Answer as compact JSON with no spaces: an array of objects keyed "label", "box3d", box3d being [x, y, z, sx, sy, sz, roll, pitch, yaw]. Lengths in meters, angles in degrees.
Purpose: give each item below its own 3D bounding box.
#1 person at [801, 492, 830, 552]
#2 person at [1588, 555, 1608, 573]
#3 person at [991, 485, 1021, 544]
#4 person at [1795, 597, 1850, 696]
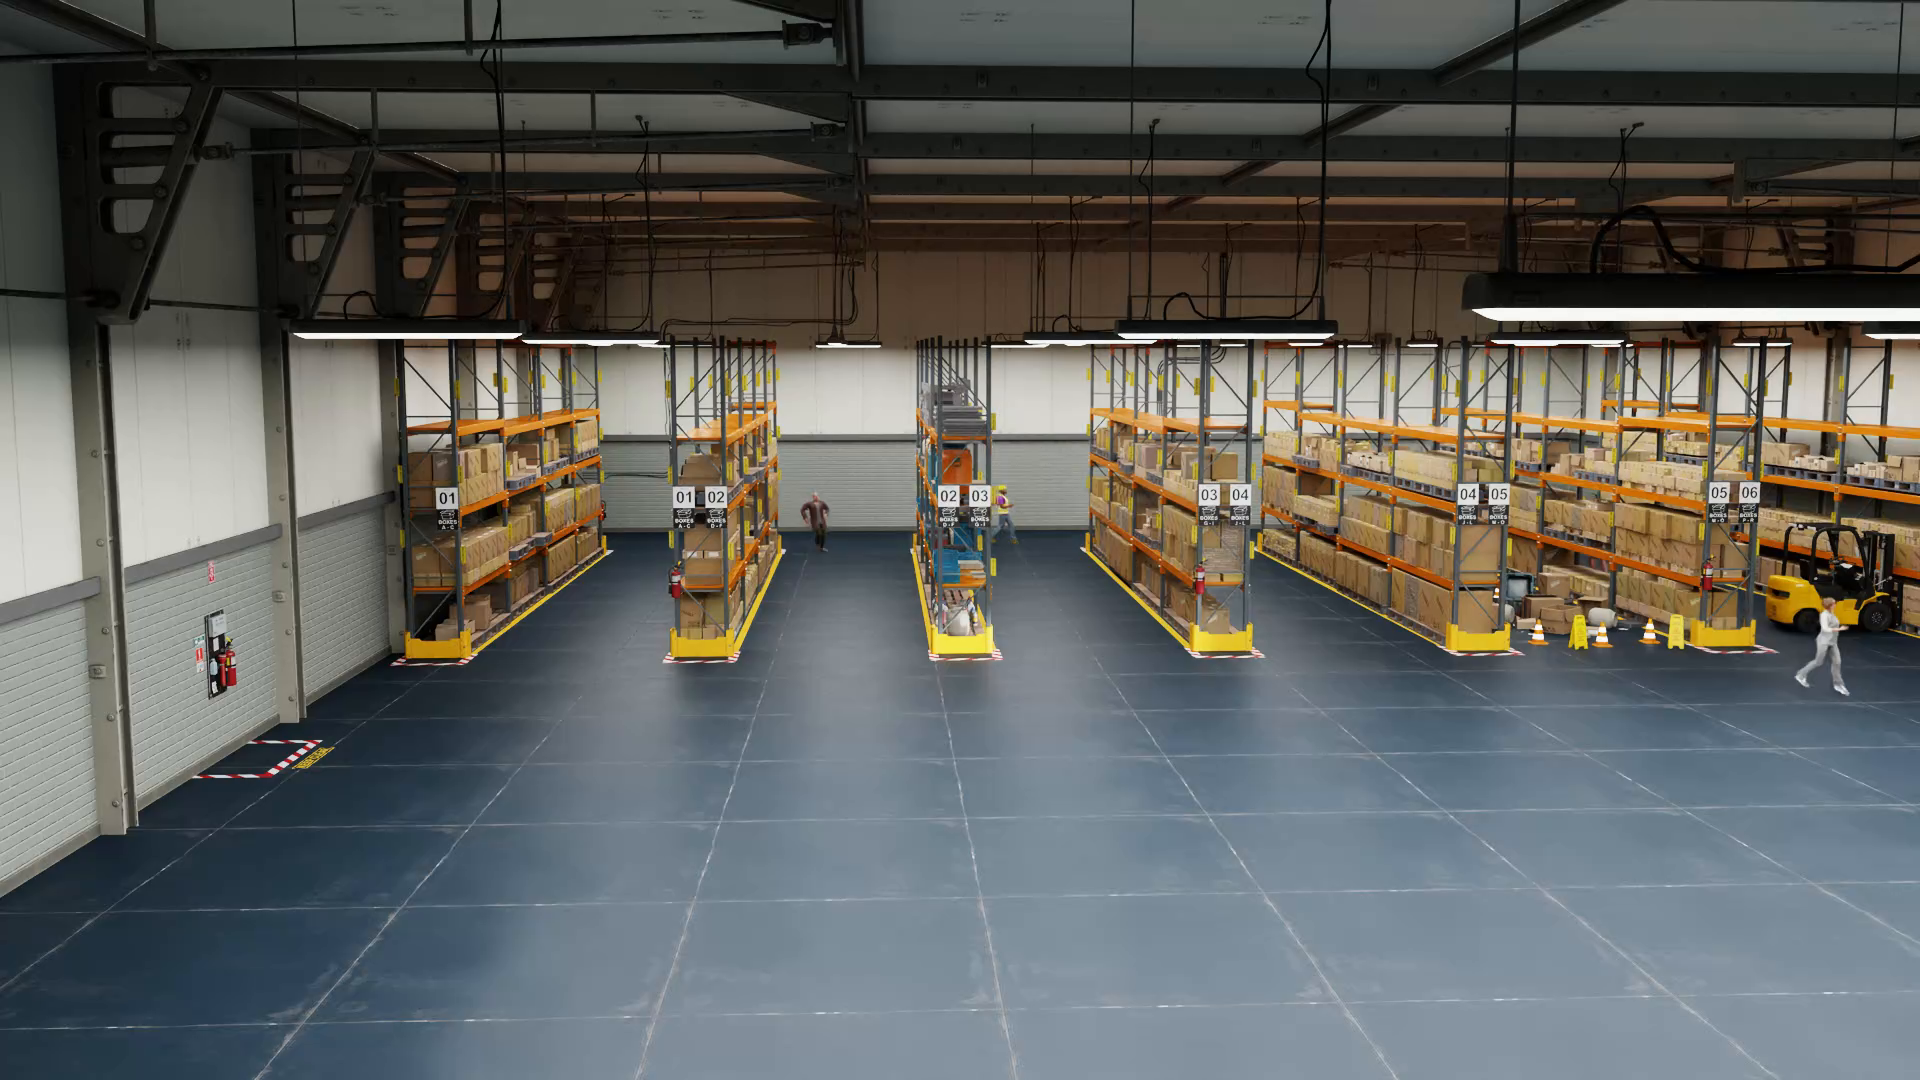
[{"label":"person","box3d":[-4.066,-0.502,47.302,0.810,1.715,0.598,-3,7,-27]},{"label":"person","box3d":[15.858,0.203,41.226,0.562,1.714,0.728,-1,7,-6]},{"label":"person","box3d":[1.324,-0.759,49.263,0.981,1.754,0.705,1,7,12]},{"label":"person","box3d":[14.506,1.754,27.883,0.529,1.624,0.848,-5,8,-39]}]
